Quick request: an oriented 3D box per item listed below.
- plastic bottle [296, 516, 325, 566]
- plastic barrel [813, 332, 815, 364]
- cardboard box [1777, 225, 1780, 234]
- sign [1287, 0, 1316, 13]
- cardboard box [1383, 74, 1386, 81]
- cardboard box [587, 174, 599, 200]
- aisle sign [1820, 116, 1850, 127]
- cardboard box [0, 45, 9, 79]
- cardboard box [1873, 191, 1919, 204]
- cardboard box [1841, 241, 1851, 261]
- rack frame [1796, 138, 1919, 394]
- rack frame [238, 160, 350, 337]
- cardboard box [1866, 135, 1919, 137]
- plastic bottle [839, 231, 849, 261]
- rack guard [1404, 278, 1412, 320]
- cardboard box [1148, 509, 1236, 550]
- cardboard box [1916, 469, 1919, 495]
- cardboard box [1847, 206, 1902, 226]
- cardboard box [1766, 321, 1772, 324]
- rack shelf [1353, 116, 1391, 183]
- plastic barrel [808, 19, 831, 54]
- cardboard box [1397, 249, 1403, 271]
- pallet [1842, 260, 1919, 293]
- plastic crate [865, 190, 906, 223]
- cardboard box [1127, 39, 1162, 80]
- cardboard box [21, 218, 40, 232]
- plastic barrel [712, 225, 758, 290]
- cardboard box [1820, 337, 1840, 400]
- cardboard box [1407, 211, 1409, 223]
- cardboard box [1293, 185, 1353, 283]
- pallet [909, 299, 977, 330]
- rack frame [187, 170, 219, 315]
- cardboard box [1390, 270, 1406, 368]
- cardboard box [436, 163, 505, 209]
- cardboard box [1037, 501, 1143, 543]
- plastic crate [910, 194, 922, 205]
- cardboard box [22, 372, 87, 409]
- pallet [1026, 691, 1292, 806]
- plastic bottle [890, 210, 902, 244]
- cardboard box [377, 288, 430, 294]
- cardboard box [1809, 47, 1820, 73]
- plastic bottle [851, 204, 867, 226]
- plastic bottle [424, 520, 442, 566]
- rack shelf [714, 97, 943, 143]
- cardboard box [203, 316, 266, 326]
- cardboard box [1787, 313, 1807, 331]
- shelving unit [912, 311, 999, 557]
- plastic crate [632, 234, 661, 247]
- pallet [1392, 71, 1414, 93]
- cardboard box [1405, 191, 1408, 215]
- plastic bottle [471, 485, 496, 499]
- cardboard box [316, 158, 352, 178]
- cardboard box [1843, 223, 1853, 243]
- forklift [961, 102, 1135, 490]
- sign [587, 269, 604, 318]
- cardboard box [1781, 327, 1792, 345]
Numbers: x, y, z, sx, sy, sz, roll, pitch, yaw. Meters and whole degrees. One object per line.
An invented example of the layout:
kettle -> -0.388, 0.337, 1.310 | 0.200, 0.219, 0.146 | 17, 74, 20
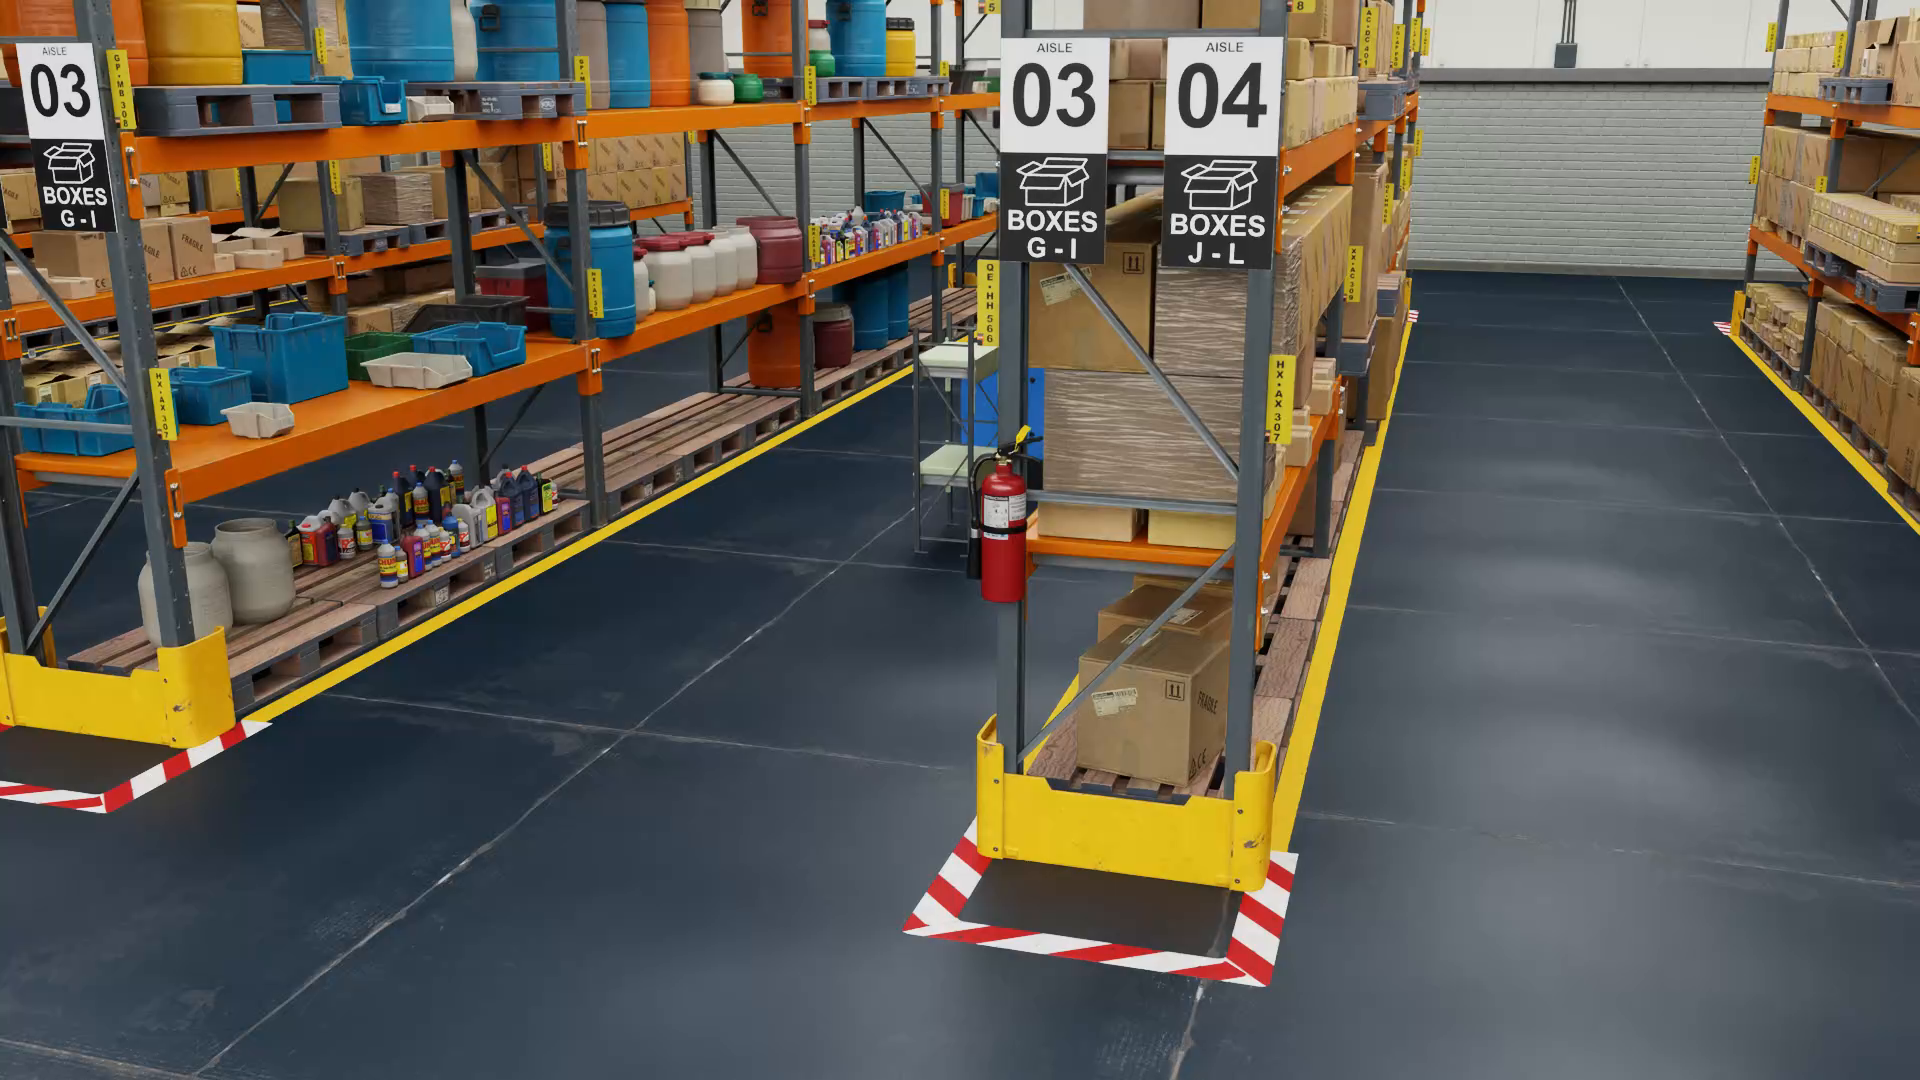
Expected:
plastic bottle -> -3.908, 0.000, 10.017 | 0.152, 0.276, 0.135 | 5, 17, 16
plastic barrel -> -1.637, -1.902, 16.329 | 0.421, 0.512, 0.421 | 0, 16, 0
cardboard box -> 9.305, -3.447, 18.447 | 0.380, 0.149, 0.250 | 4, 16, 15
sign -> 1.161, -1.958, 5.635 | 0.100, 0.325, 0.005 | 5, 16, 16
cardboard box -> 2.886, -3.326, 12.336 | 0.500, 0.250, 0.500 | 5, 16, 16
cardboard box -> -4.897, -4.339, 20.948 | 0.500, 0.500, 0.500 | 5, 17, 17
aisle sign -> 10.223, -5.158, 19.252 | 0.394, 0.787, 0.004 | 5, 16, 16
cardboard box -> -7.535, -3.685, 12.833 | 0.500, 0.250, 0.500 | 6, 17, 22
cardboard box -> 9.160, -3.166, 16.265 | 0.500, 0.500, 0.500 | 4, 16, 15
cardboard box -> 7.784, -2.471, 14.234 | 0.380, 0.149, 0.250 | 4, 16, 13
rack frame -> 8.778, -2.865, 15.932 | 1.000, 3.000, 0.127 | 5, 16, 16
rack frame -> -6.583, -2.998, 16.403 | 1.000, 3.000, 0.127 | 5, 16, 16
cardboard box -> 9.272, -3.773, 16.573 | 0.500, 0.500, 0.500 | 4, 16, 14
plastic bottle -> -1.123, -2.858, 16.123 | 0.061, 0.283, 0.133 | 5, 16, 16
rack guard -> 5.195, -3.126, 21.434 | 1.175, 0.500, 0.348 | 5, 16, 16
cardboard box -> 0.950, -0.071, 6.544 | 0.380, 0.149, 0.250 | 5, 16, 16
cardboard box -> 7.136, -0.556, 11.147 | 1.050, 0.750, 0.750 | 5, 17, 17
cardboard box -> 7.785, -2.755, 14.147 | 0.380, 0.149, 0.250 | 5, 17, 18
cardboard box -> 9.240, -2.356, 18.595 | 0.380, 0.149, 0.250 | 5, 16, 16
rack shelf -> 2.346, -2.803, 11.535 | 1.077, 0.370, 4.000 | 5, 16, 16
plastic barrel -> -1.475, -4.799, 16.237 | 0.433, 0.535, 0.433 | 0, 16, 0
cardboard box -> 4.571, -2.857, 19.031 | 0.875, 0.875, 0.875 | 5, 16, 16
pallet -> 8.164, -2.247, 14.105 | 1.003, 0.211, 1.213 | 5, 16, 16
plastic crate -> -0.892, -3.829, 19.253 | 0.392, 0.384, 0.575 | 5, 16, 16
cardboard box -> 0.607, -1.855, 6.418 | 0.380, 0.149, 0.250 | 4, 16, 14
cardboard box -> -10.762, -3.611, 18.985 | 0.380, 0.149, 0.250 | 5, 17, 17
plastic barrel -> -1.922, -2.381, 14.023 | 0.421, 0.512, 0.421 | 0, 16, 0
cardboard box -> 8.165, -1.553, 15.118 | 0.500, 0.500, 0.500 | 5, 17, 18
cardboard box -> 5.185, -3.883, 19.984 | 0.380, 0.149, 0.250 | 5, 17, 17
cardboard box -> 1.913, -1.716, 9.321 | 0.500, 0.500, 0.500 | 5, 16, 16
pallet -> -0.181, -2.834, 20.933 | 1.003, 0.211, 1.213 | 5, 16, 16
rack frame -> -10.196, -4.428, 21.444 | 1.000, 3.000, 0.127 | 5, 16, 16
cardboard box -> 3.888, -2.286, 17.018 | 1.225, 0.875, 0.875 | 5, 16, 16
cardboard box -> -5.795, -4.188, 19.646 | 0.700, 0.500, 0.500 | -1, 16, -3
cardboard box -> 0.524, -0.106, 6.666 | 0.380, 0.149, 0.250 | 5, 16, 16
plastic crate -> -0.406, -4.192, 20.810 | 0.416, 0.233, 0.300 | 5, 16, 16
cardboard box -> -7.363, -1.190, 13.268 | 0.500, 0.311, 0.500 | 5, 16, 16
pallet -> 0.927, 0.976, 7.503 | 1.003, 0.211, 1.213 | 5, 16, 16
plastic bottle -> -0.698, -3.322, 17.634 | 0.144, 0.351, 0.185 | 5, 16, 16
cardboard box -> -6.251, -2.543, 18.574 | 0.500, 0.500, 0.500 | 4, 16, 14
cardboard box -> 8.968, -4.888, 16.929 | 0.500, 0.250, 0.500 | 5, 17, 18
plastic bottle -> -1.120, -3.558, 18.468 | 0.144, 0.351, 0.185 | 5, 16, 16
plastic bottle -> -3.168, 0.015, 9.974 | 0.097, 0.271, 0.097 | 0, 16, 0
rack shelf -> -1.266, -4.233, 16.579 | 1.077, 0.370, 4.000 | 5, 16, 16
cardboard box -> -7.013, -2.033, 16.242 | 0.500, 0.311, 0.500 | 5, 17, 18
cardboard box -> 8.728, -2.230, 17.060 | 0.380, 0.149, 0.250 | 4, 16, 15
shelving unit -> -0.002, -0.720, 11.119 | 0.431, 1.500, 0.755 | 5, 16, 16
plastic crate -> -2.587, -2.245, 13.630 | 0.402, 0.464, 0.583 | 5, 16, 16
pallet -> 4.294, -4.889, 17.735 | 1.003, 0.211, 1.213 | 5, 16, 16
cardboard box -> 5.015, -3.980, 19.593 | 0.500, 0.250, 0.500 | 4, 16, 14
plastic bottle -> -3.082, -0.232, 10.835 | 0.152, 0.276, 0.135 | 5, 16, 16
cardboard box -> -9.391, -5.293, 23.945 | 0.980, 0.700, 0.700 | 4, 16, 15
cardboard box -> 7.782, -2.612, 14.187 | 0.380, 0.149, 0.250 | 4, 16, 15
forklift -> 0.891, -2.102, 13.370 | 1.130, 2.935, 3.031 | 5, 16, 16
sign -> -2.447, -1.654, 11.158 | 0.100, 0.325, 0.005 | 5, 16, 16
cardboard box -> 8.687, -2.088, 17.105 | 0.380, 0.149, 0.250 | 4, 16, 14
